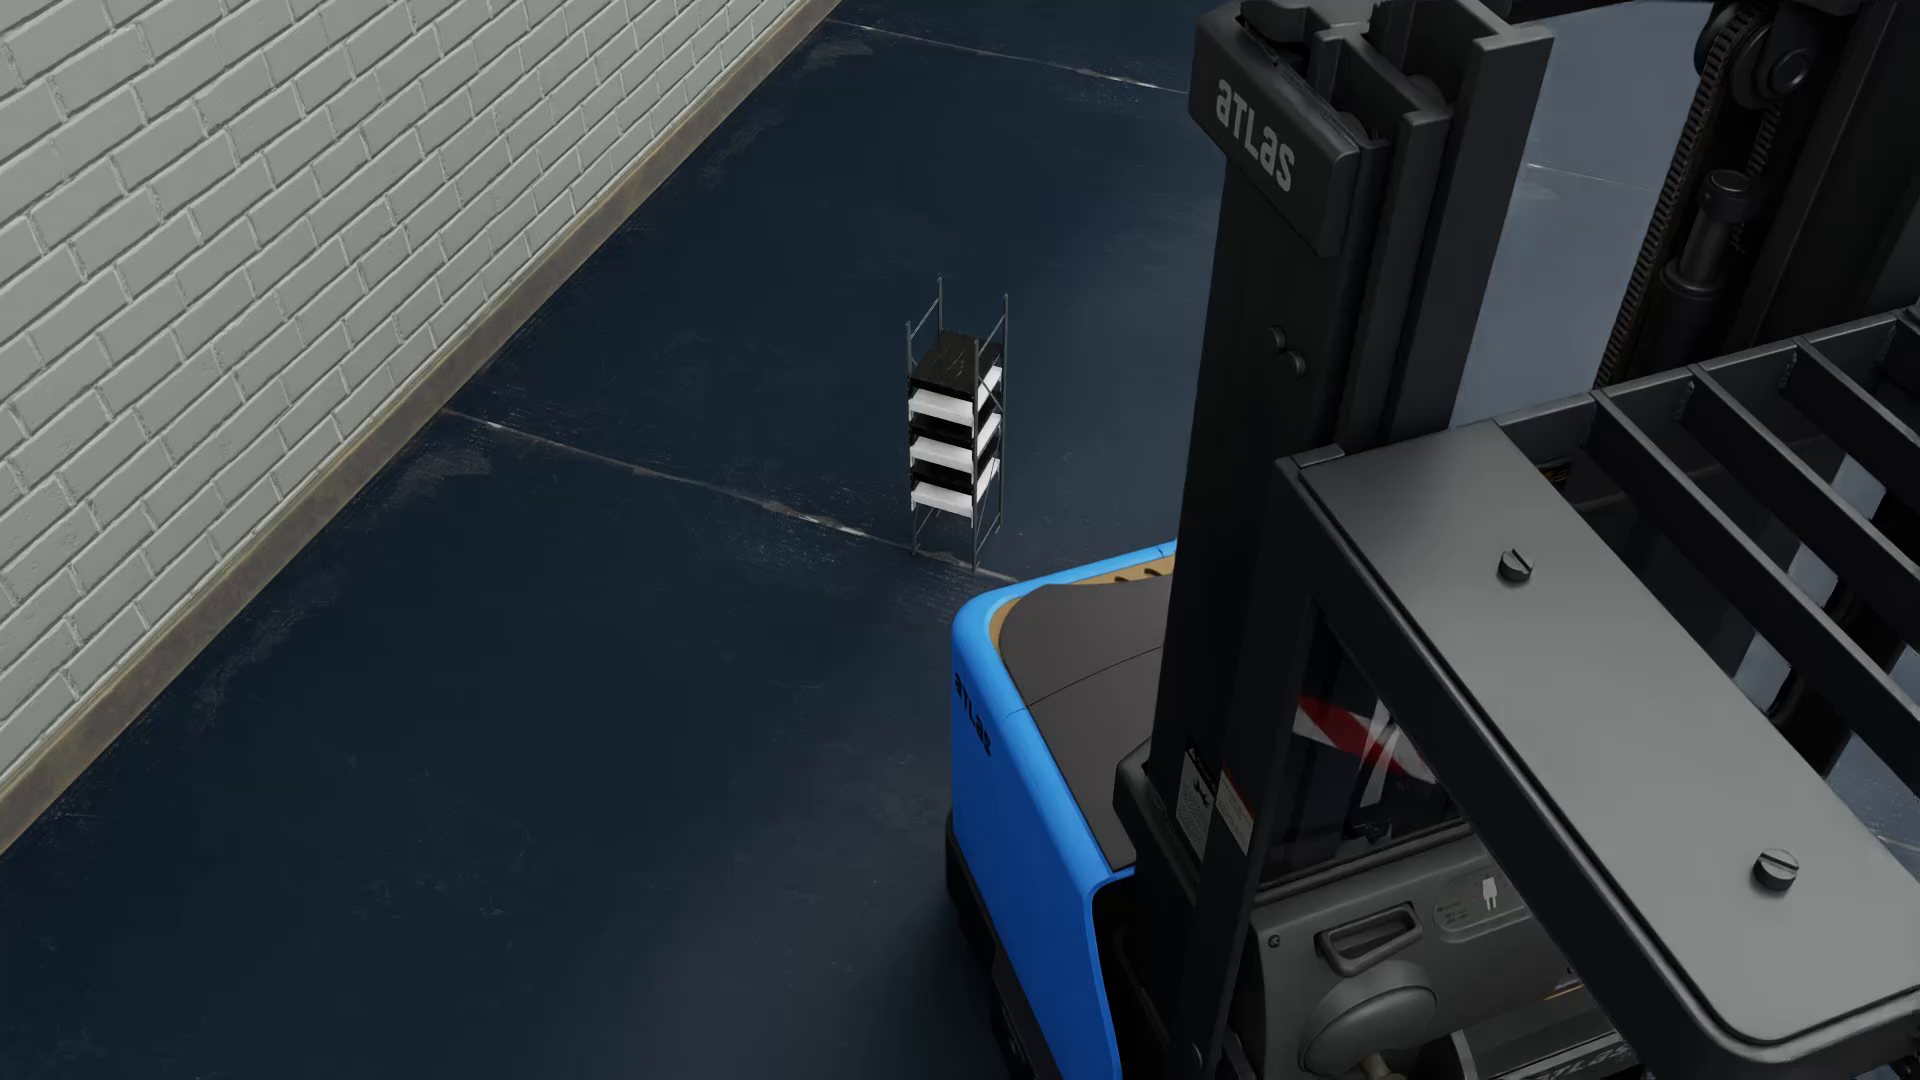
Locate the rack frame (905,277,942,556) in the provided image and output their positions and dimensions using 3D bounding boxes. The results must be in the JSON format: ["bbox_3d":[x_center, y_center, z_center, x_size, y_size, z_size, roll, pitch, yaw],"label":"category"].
[{"bbox_3d":[-0.101,-0.349,4.963,0.006,0.900,0.240,16,47,16],"label":"rack frame"}]

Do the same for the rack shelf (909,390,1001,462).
[{"bbox_3d":[-0.007,-0.361,4.895,0.200,0.077,0.258,16,47,16],"label":"rack shelf"}]

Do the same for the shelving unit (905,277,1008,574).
[{"bbox_3d":[-0.007,-0.321,4.935,0.210,0.900,0.258,16,47,16],"label":"shelving unit"}]

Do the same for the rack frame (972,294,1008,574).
[{"bbox_3d":[0.086,-0.294,4.907,0.006,0.900,0.240,16,47,16],"label":"rack frame"}]

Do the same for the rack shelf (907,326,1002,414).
[{"bbox_3d":[-0.007,-0.489,4.768,0.200,0.077,0.258,16,47,16],"label":"rack shelf"}]

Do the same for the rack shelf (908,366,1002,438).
[{"bbox_3d":[-0.007,-0.425,4.831,0.200,0.077,0.258,16,47,16],"label":"rack shelf"}]

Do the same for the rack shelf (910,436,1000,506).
[{"bbox_3d":[-0.007,-0.234,5.022,0.200,0.077,0.258,16,47,16],"label":"rack shelf"}]

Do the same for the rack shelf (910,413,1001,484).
[{"bbox_3d":[-0.007,-0.298,4.958,0.200,0.077,0.258,16,47,16],"label":"rack shelf"}]

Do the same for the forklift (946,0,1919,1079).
[{"bbox_3d":[0.957,0.708,2.460,1.130,2.935,3.031,-15,47,-14],"label":"forklift"}]

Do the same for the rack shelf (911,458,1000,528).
[{"bbox_3d":[-0.007,-0.170,5.085,0.200,0.077,0.258,16,47,16],"label":"rack shelf"}]
